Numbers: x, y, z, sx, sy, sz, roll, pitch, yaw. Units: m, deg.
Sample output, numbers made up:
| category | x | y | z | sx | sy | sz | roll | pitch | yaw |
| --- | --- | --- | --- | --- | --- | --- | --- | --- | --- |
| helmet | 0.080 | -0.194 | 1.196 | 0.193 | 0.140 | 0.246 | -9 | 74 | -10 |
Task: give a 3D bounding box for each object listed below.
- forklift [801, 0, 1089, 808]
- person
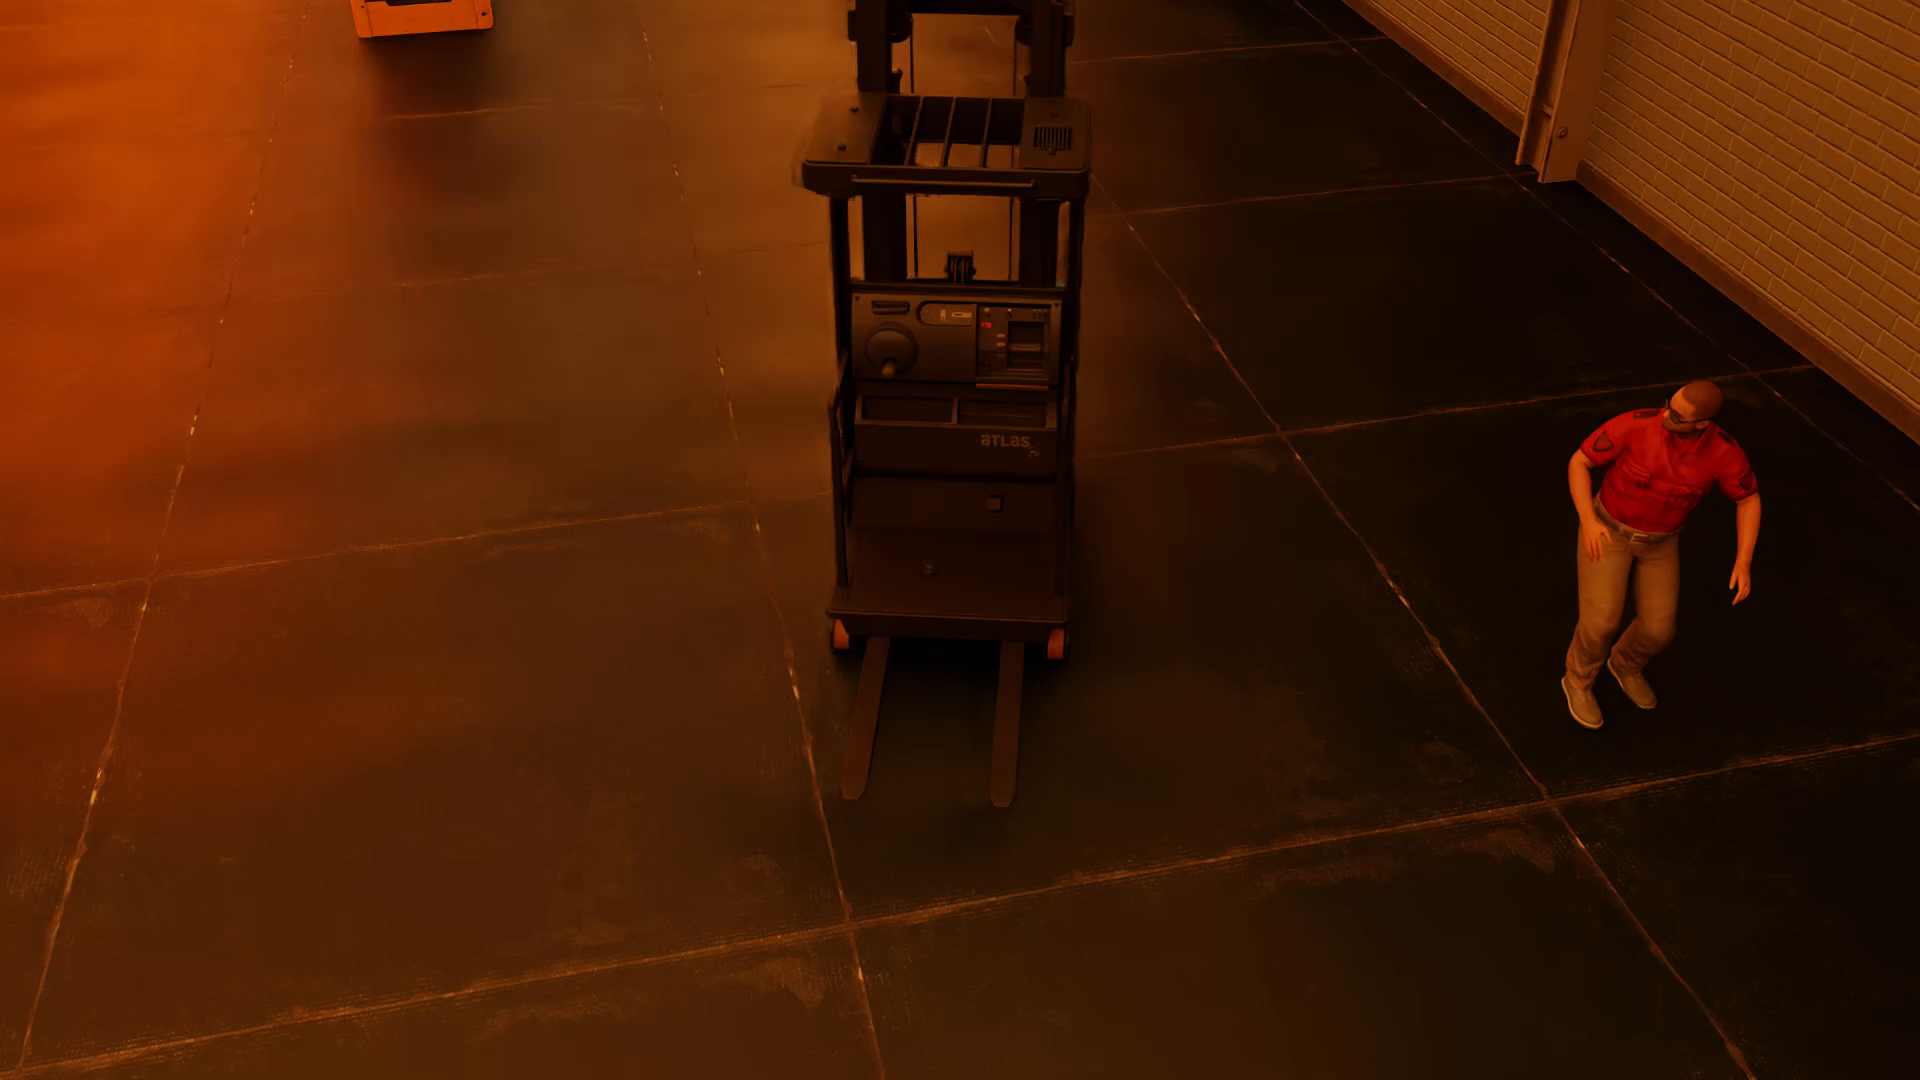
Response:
| category | x | y | z | sx | sy | sz | roll | pitch | yaw |
| --- | --- | --- | --- | --- | --- | --- | --- | --- | --- |
| forklift | -0.030 | -0.830 | 7.204 | 1.130 | 2.935 | 3.031 | 2 | 36 | 3 |
| person | 2.943 | 0.055 | 7.084 | 0.775 | 1.680 | 0.572 | 4 | 36 | 5 |
